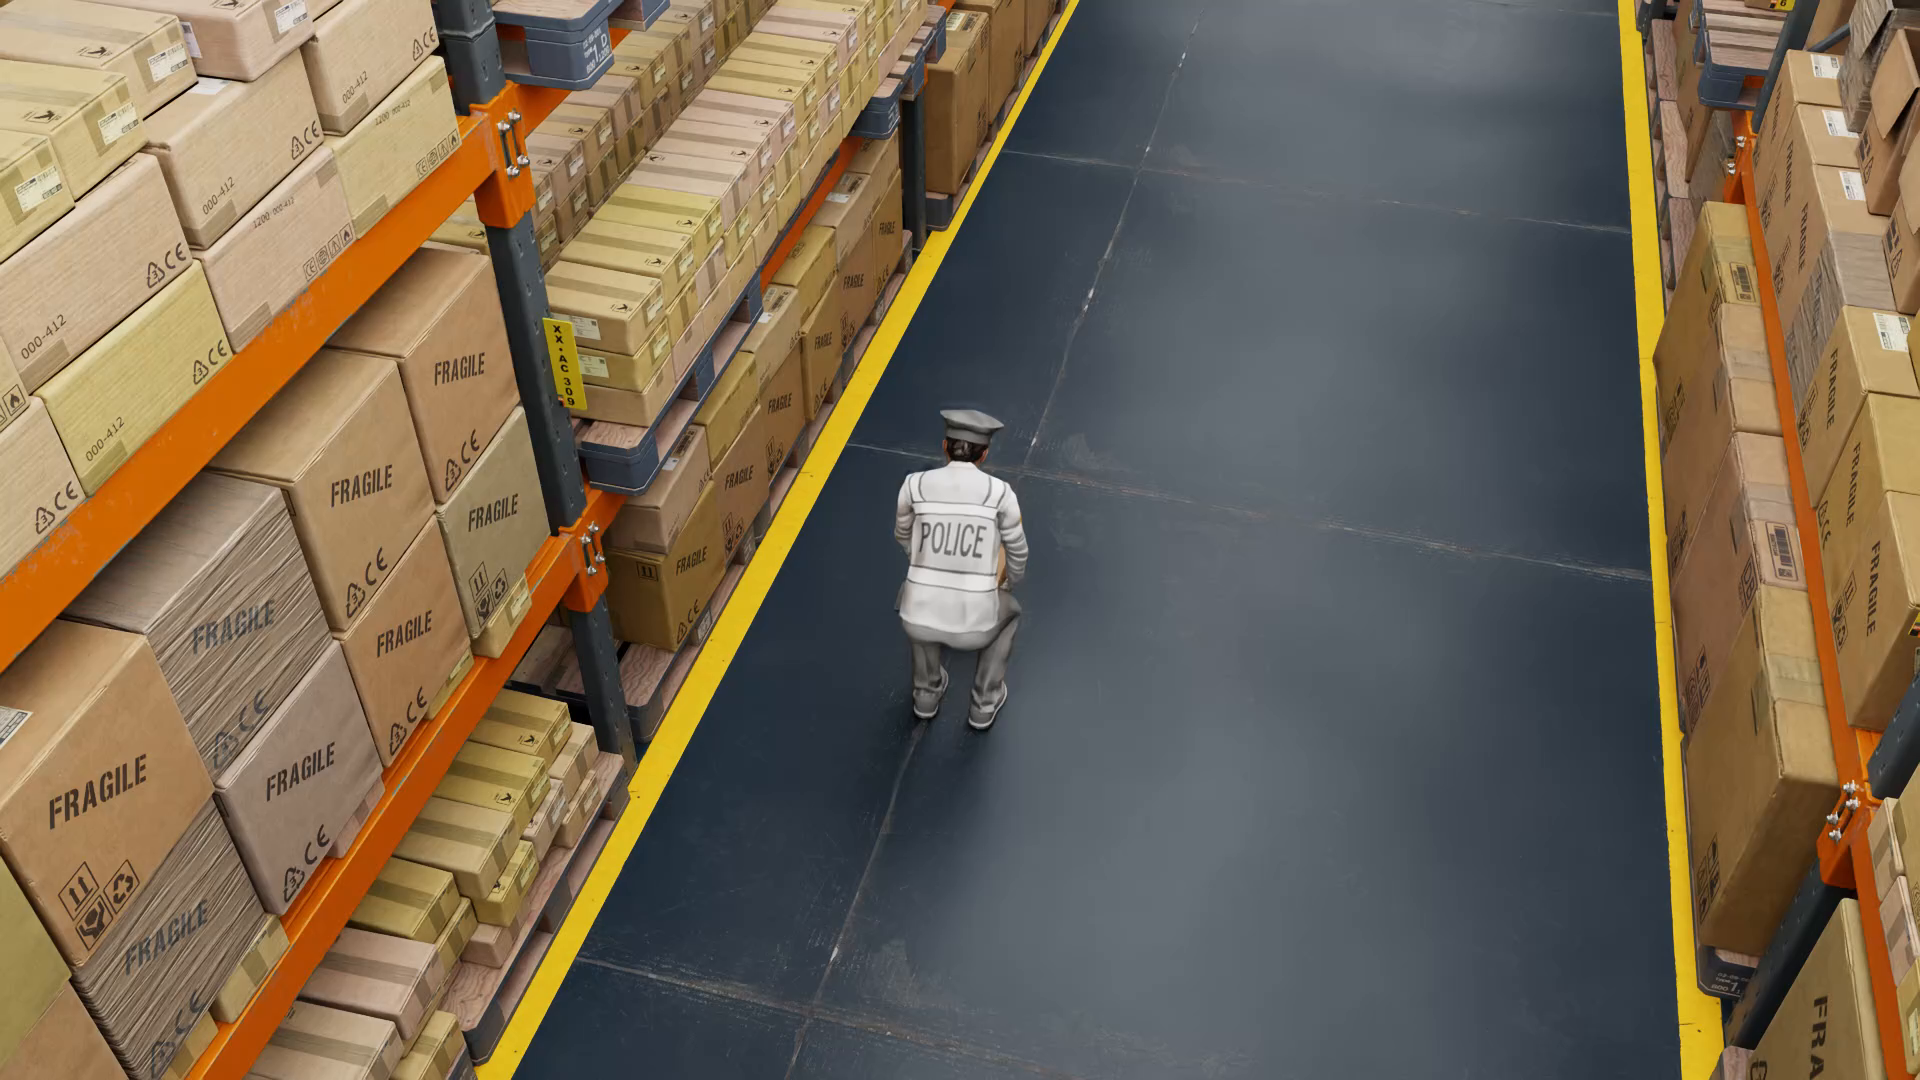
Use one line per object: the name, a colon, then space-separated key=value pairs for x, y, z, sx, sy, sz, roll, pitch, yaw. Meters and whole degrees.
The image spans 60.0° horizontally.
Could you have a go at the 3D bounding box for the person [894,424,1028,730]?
person: x=-0.022 y=0.155 z=6.394 sx=0.513 sy=1.126 sz=0.813 roll=10 pitch=42 yaw=11
